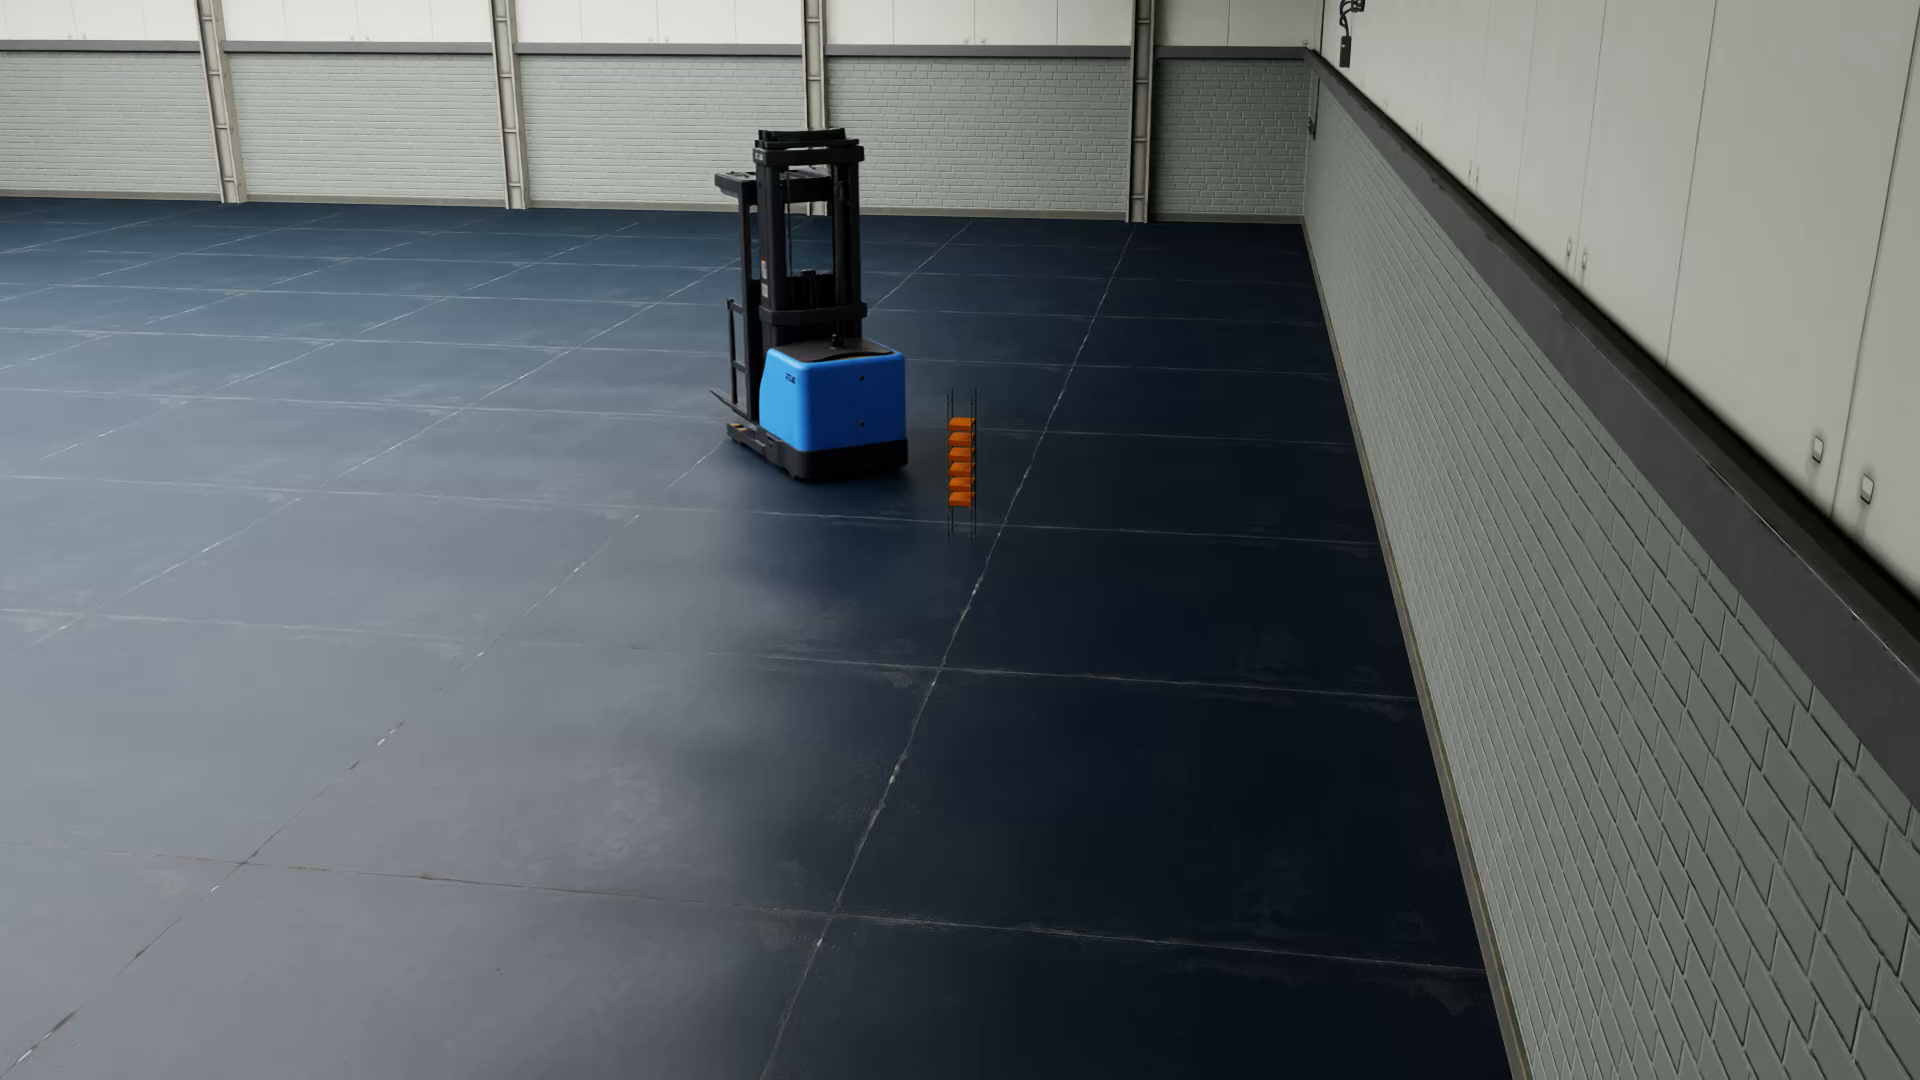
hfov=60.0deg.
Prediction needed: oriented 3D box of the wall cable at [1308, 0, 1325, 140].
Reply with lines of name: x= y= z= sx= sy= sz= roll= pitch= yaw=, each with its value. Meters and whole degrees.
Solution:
wall cable: x=5.953 y=-8.093 z=27.969 sx=0.112 sy=2.526 sz=3.097 roll=3 pitch=19 yaw=9

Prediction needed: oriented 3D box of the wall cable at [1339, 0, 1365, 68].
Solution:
wall cable: x=4.432 y=-8.205 z=18.050 sx=0.169 sy=6.003 sz=2.305 roll=3 pitch=19 yaw=9

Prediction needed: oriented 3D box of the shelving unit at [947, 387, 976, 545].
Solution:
shelving unit: x=0.014 y=-0.568 z=12.878 sx=0.189 sy=1.200 sz=0.258 roll=3 pitch=19 yaw=9

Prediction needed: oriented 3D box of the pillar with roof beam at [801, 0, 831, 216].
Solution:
pillar with roof beam: x=-3.353 y=-9.081 z=26.029 sx=0.400 sy=9.000 sz=9.100 roll=3 pitch=19 yaw=9

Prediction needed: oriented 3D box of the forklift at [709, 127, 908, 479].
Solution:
forklift: x=-1.582 y=-2.347 z=15.465 sx=1.130 sy=2.935 sz=3.031 roll=-9 pitch=21 yaw=-25

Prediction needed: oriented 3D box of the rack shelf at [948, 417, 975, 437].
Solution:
rack shelf: x=0.014 y=-0.868 z=12.777 sx=0.180 sy=0.103 sz=0.258 roll=3 pitch=19 yaw=9

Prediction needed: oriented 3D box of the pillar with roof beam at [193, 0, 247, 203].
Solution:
pillar with roof beam: x=-15.201 y=-9.685 z=27.834 sx=0.400 sy=9.000 sz=9.100 roll=3 pitch=19 yaw=9

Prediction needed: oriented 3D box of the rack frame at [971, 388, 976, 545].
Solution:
rack frame: x=0.105 y=-0.564 z=12.864 sx=0.006 sy=1.200 sz=0.240 roll=3 pitch=19 yaw=9

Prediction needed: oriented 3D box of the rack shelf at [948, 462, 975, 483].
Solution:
rack shelf: x=0.014 y=-0.526 z=12.892 sx=0.180 sy=0.103 sz=0.258 roll=3 pitch=19 yaw=9

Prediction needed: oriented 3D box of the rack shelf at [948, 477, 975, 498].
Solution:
rack shelf: x=0.014 y=-0.412 z=12.930 sx=0.180 sy=0.103 sz=0.258 roll=3 pitch=19 yaw=9

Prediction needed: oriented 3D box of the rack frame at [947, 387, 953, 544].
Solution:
rack frame: x=-0.076 y=-0.573 z=12.891 sx=0.006 sy=1.200 sz=0.240 roll=3 pitch=19 yaw=9

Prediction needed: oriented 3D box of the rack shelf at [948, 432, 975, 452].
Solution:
rack shelf: x=0.014 y=-0.754 z=12.816 sx=0.180 sy=0.103 sz=0.258 roll=3 pitch=19 yaw=9

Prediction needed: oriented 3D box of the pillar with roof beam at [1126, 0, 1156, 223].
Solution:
pillar with roof beam: x=2.571 y=-8.779 z=25.127 sx=0.400 sy=9.000 sz=9.100 roll=3 pitch=19 yaw=9

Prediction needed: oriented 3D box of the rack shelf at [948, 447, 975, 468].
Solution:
rack shelf: x=0.014 y=-0.640 z=12.854 sx=0.180 sy=0.103 sz=0.258 roll=3 pitch=19 yaw=9

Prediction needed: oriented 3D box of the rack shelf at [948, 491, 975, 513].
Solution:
rack shelf: x=0.014 y=-0.299 z=12.968 sx=0.180 sy=0.103 sz=0.258 roll=3 pitch=19 yaw=9

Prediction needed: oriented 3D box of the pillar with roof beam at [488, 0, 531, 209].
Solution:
pillar with roof beam: x=-9.277 y=-9.383 z=26.932 sx=0.400 sy=9.000 sz=9.100 roll=3 pitch=19 yaw=9
